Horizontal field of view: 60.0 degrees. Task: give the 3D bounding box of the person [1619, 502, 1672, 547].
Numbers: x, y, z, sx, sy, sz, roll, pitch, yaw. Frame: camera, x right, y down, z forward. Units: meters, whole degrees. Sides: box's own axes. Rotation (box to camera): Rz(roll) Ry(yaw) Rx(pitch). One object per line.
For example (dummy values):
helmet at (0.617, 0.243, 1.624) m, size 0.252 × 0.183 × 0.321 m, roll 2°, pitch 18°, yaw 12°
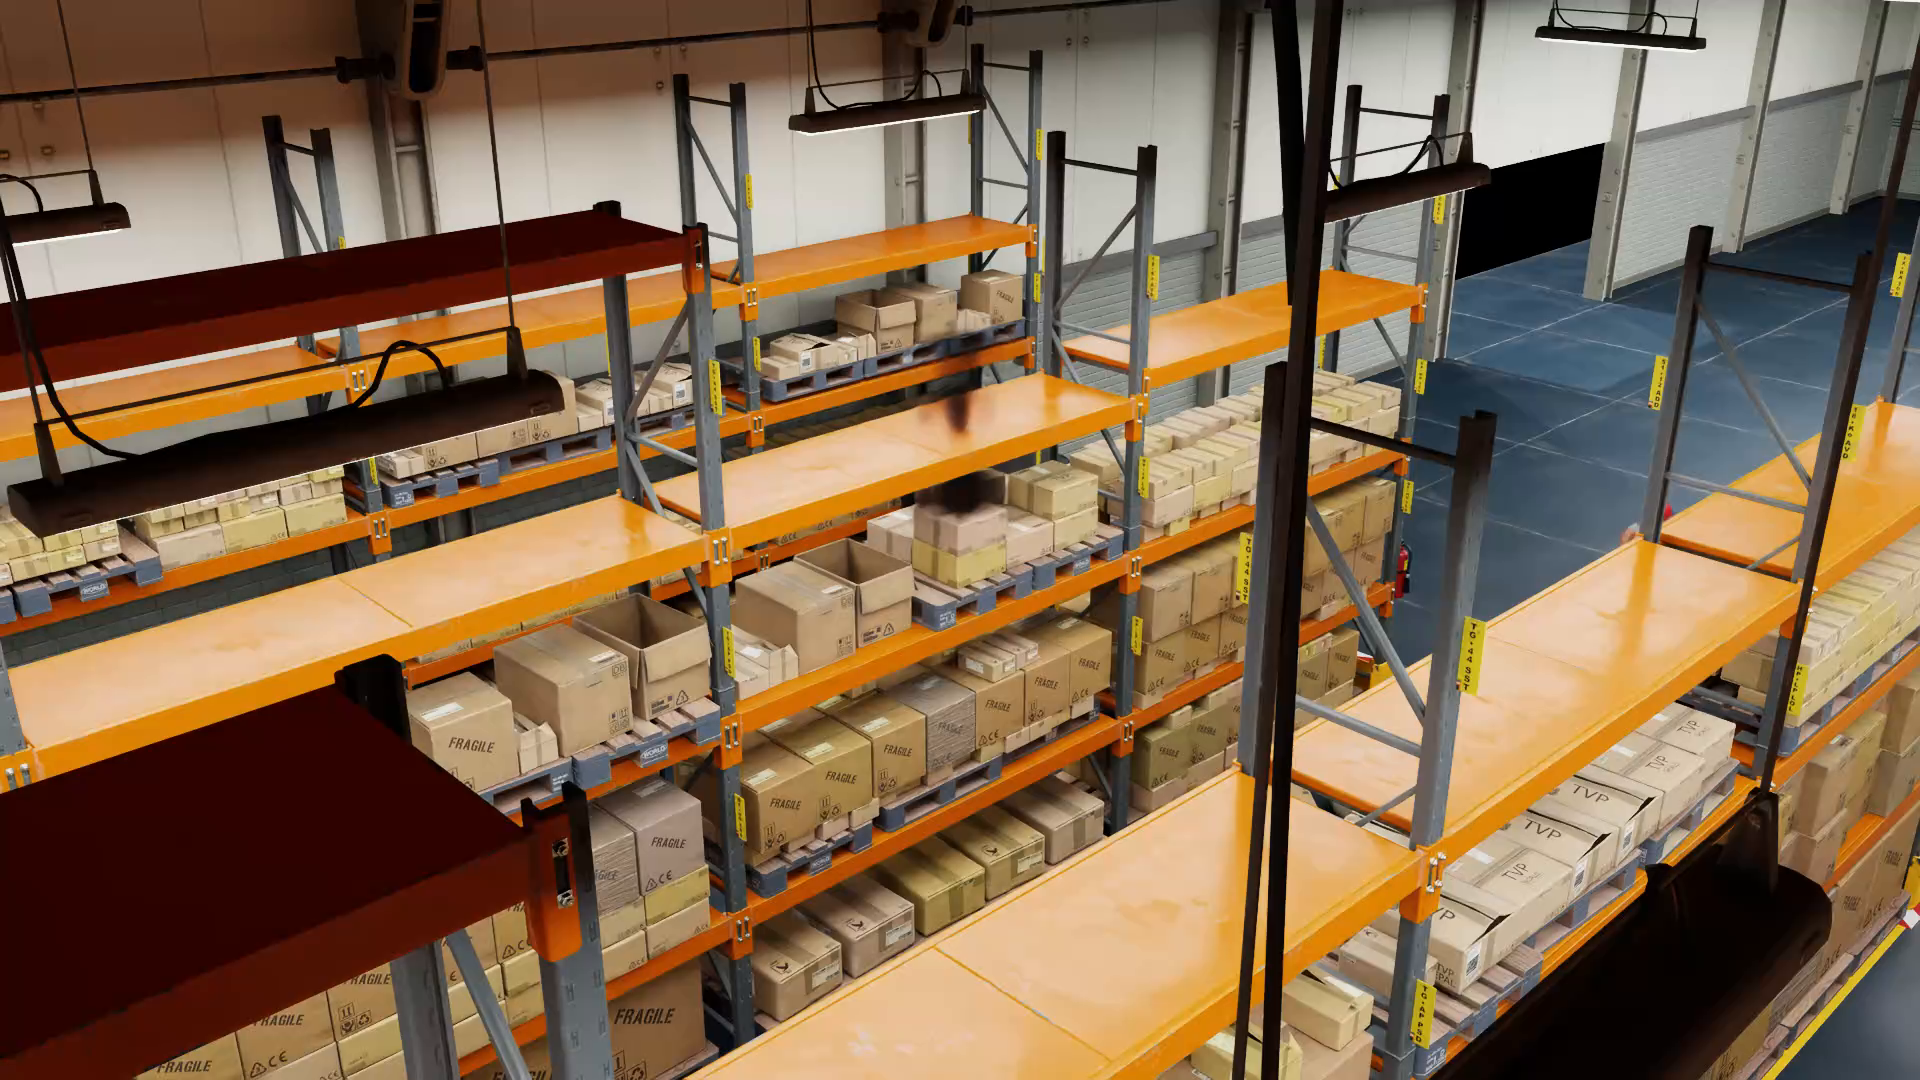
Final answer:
person at (7.246, 0.504, 17.511) m, size 0.705 × 1.715 × 1.007 m, roll 9°, pitch 24°, yaw 20°
